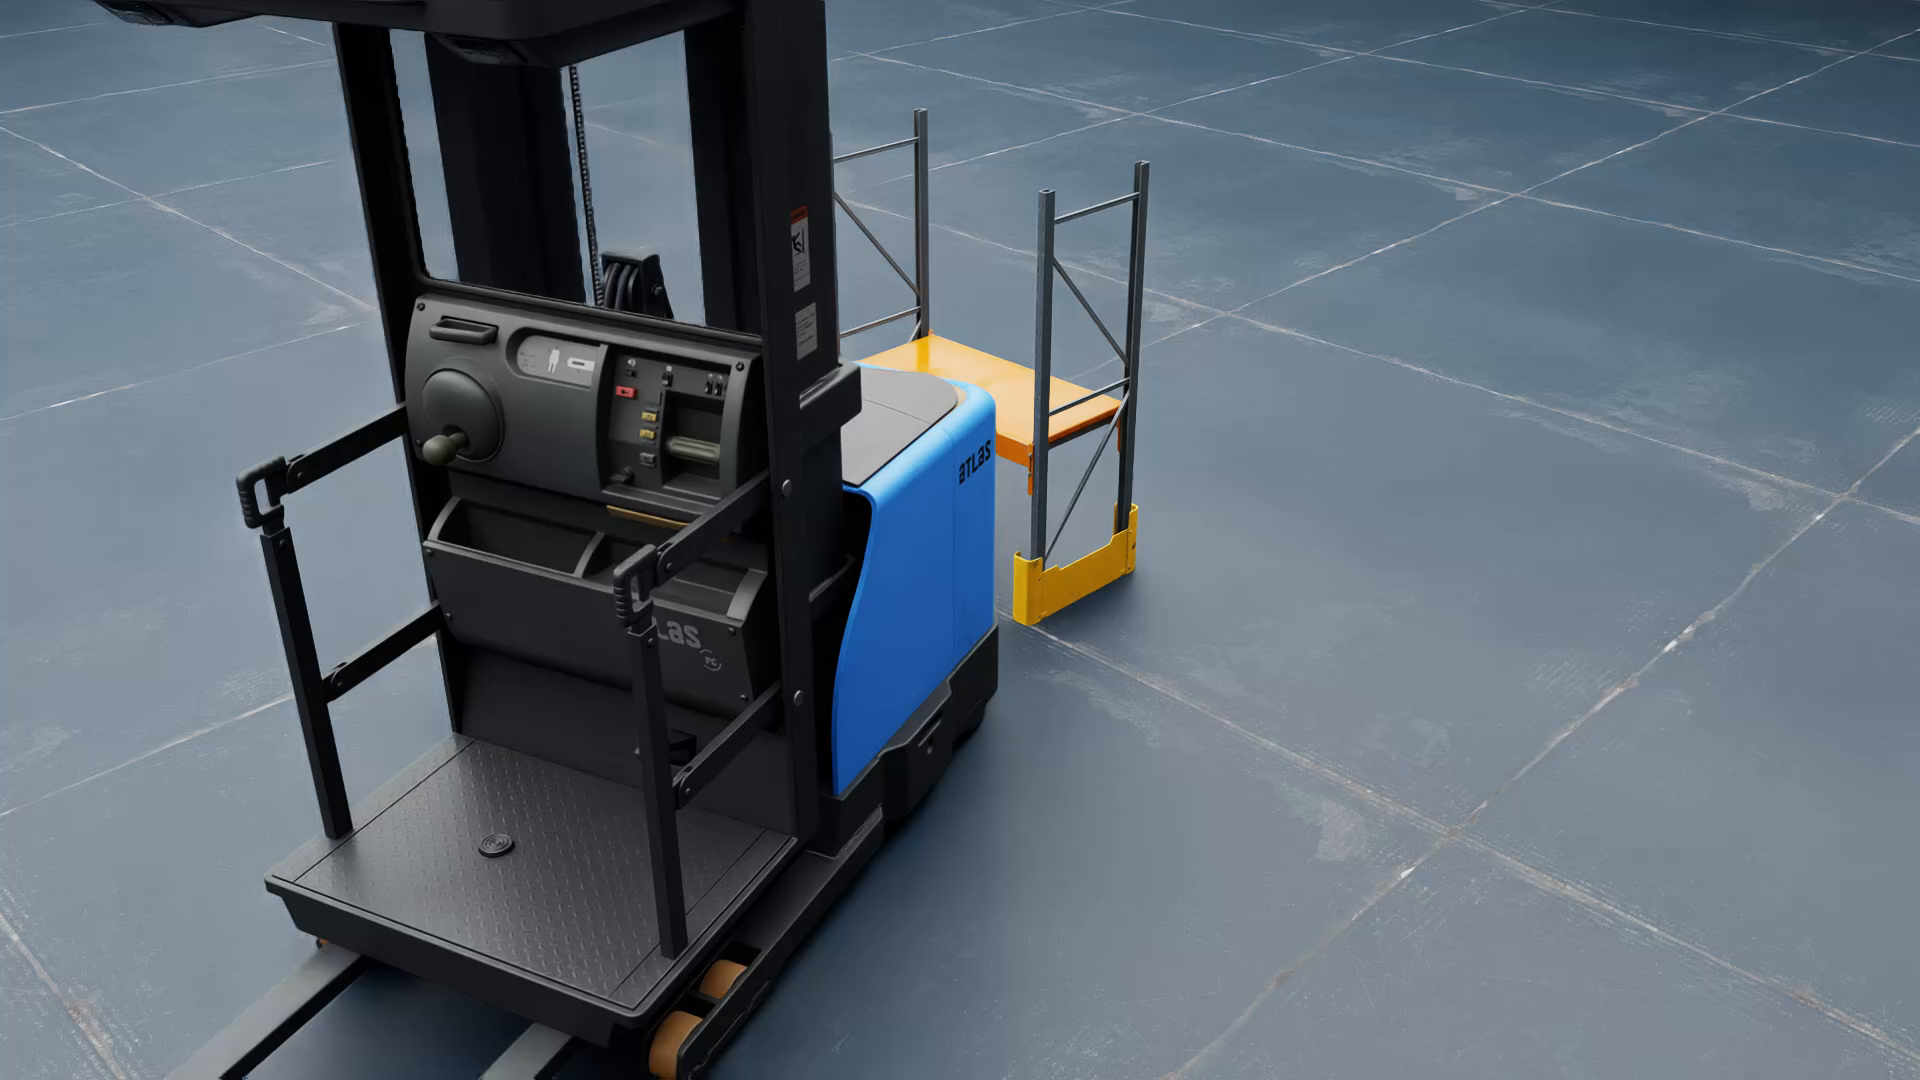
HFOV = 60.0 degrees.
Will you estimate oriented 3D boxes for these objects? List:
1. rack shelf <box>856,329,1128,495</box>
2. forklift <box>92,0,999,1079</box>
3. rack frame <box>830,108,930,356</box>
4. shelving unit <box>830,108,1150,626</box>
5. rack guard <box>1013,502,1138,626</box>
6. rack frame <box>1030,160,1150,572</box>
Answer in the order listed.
[{"bbox_3d":[0.061,-0.477,5.932,1.000,0.185,0.538,25,36,38],"label":"rack shelf"},{"bbox_3d":[-0.972,-0.269,3.612,1.130,2.935,3.031,13,30,22],"label":"forklift"},{"bbox_3d":[-0.302,-0.802,6.163,0.032,1.500,0.500,25,36,38],"label":"rack frame"},{"bbox_3d":[0.054,-0.639,5.854,1.083,1.500,0.587,25,36,38],"label":"shelving unit"},{"bbox_3d":[0.409,0.077,5.835,0.087,0.250,0.587,25,36,38],"label":"rack guard"},{"bbox_3d":[0.423,-0.470,5.533,0.032,1.500,0.500,25,36,38],"label":"rack frame"}]
